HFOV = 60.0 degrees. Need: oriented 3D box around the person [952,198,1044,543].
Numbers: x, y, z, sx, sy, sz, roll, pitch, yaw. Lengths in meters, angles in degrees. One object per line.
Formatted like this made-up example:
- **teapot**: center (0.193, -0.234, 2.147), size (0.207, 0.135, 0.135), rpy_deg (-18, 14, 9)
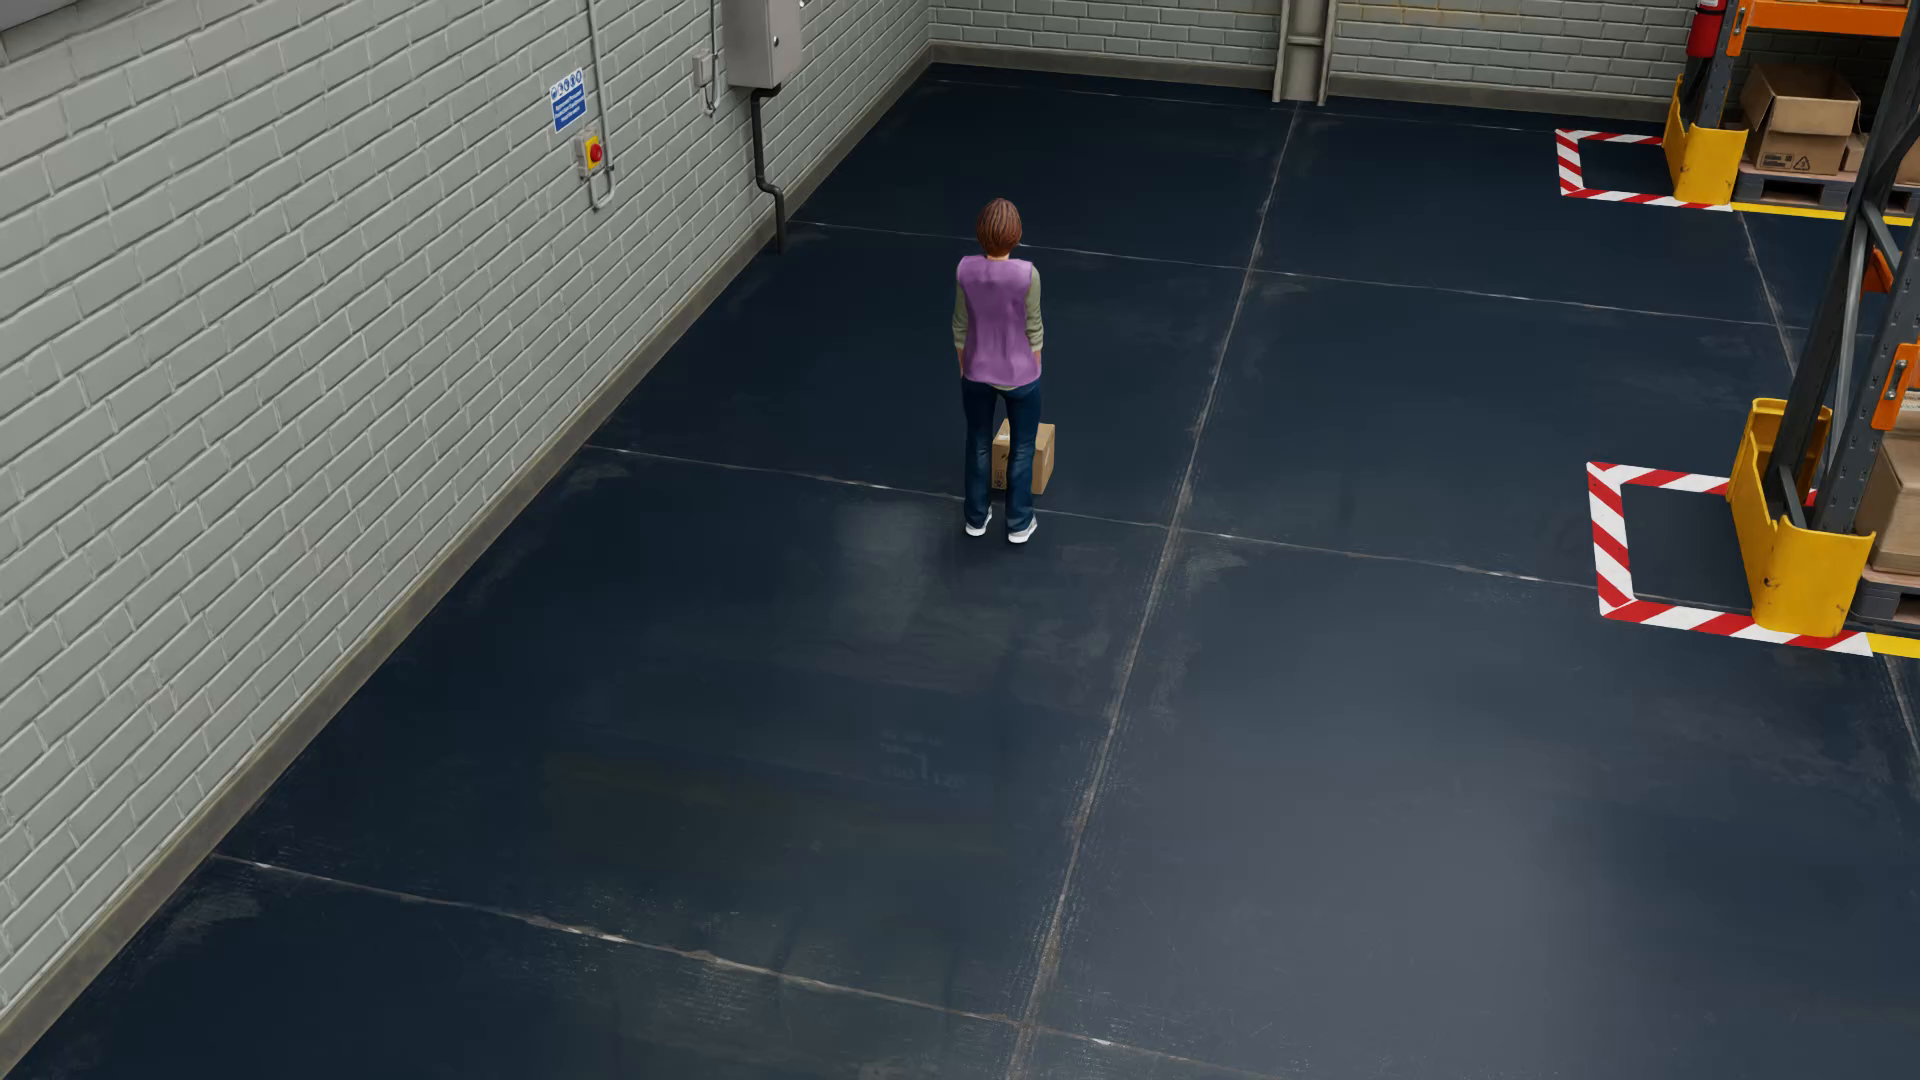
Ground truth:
- **person**: center (0.160, -0.711, 7.260), size (0.407, 1.587, 0.299), rpy_deg (9, 34, 13)
